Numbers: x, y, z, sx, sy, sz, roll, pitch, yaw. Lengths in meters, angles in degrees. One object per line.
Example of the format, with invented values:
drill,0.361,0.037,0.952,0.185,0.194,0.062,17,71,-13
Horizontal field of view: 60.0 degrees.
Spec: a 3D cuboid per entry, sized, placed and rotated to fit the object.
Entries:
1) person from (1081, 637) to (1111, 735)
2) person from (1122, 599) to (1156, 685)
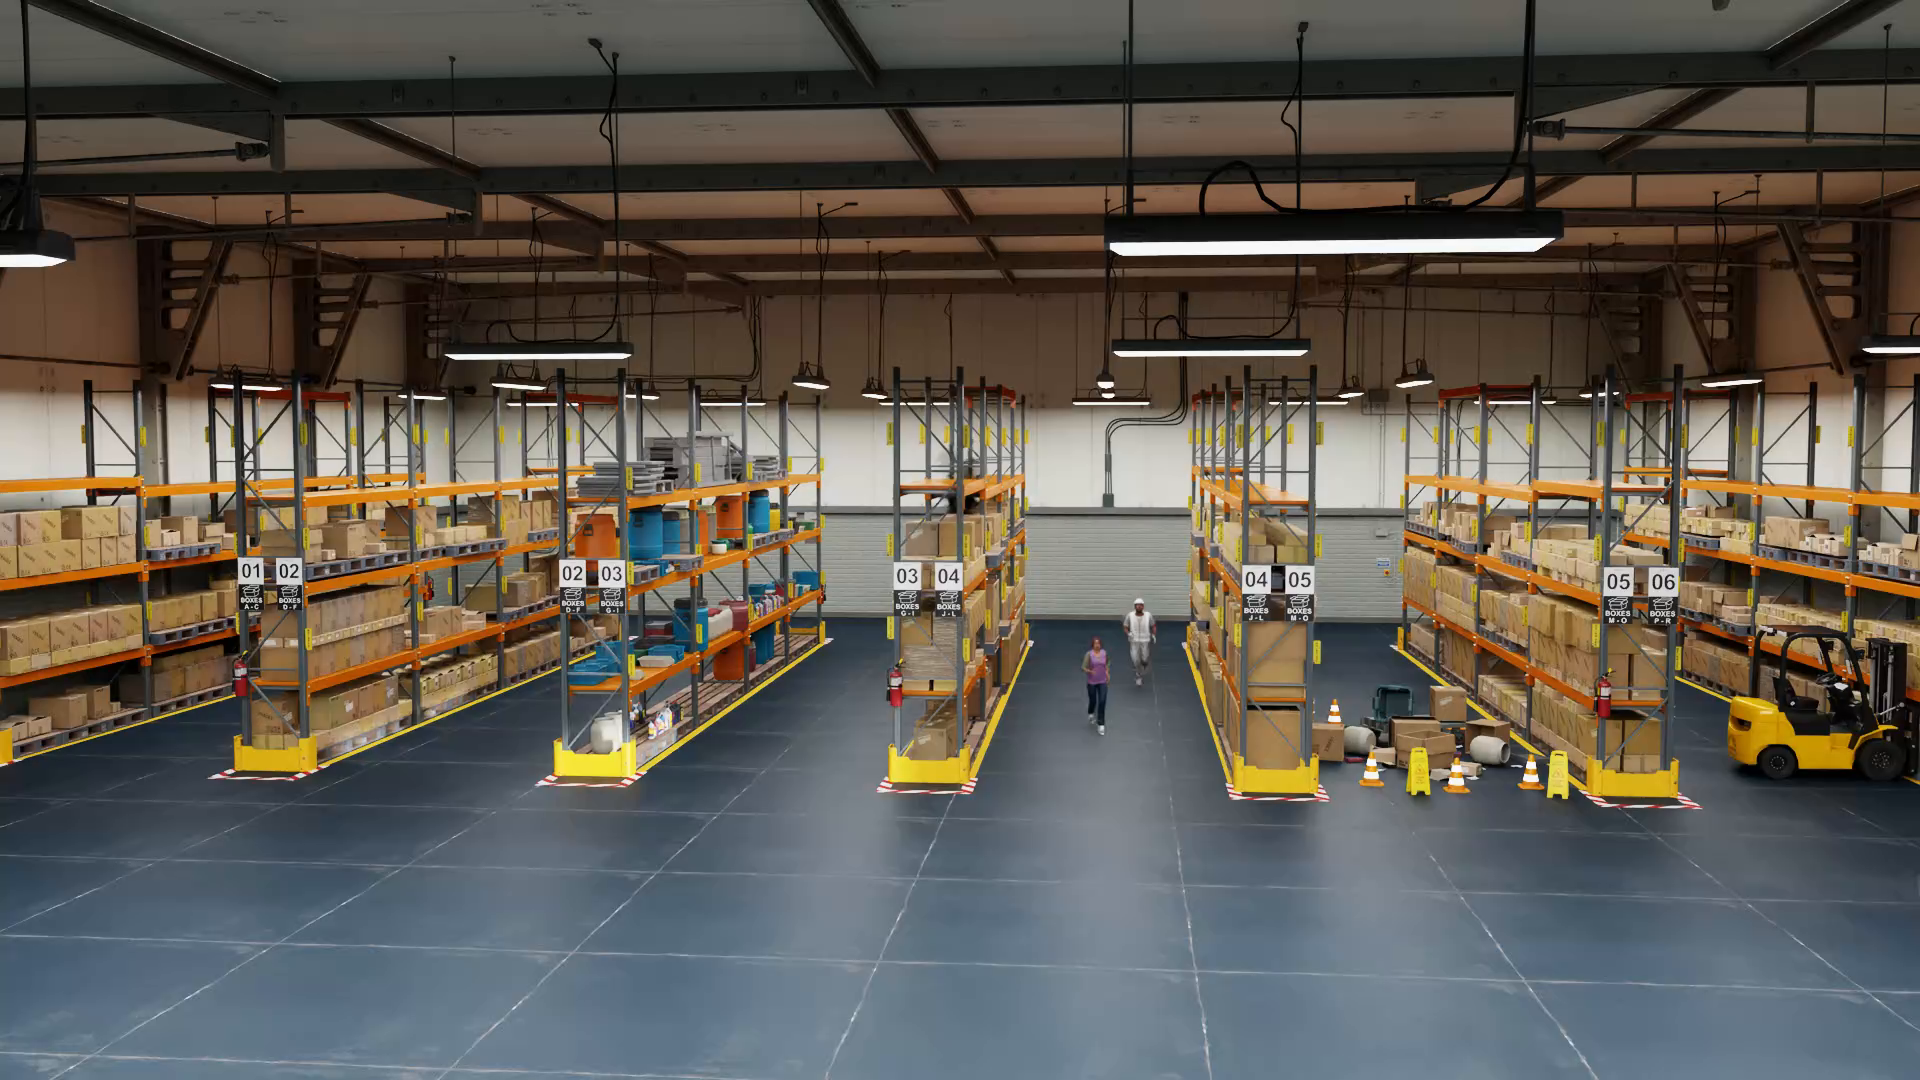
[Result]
person,2.317,2.441,28.245,0.538,1.605,0.877,0,4,-6
person,3.626,2.052,33.606,0.685,1.736,0.599,0,4,5
